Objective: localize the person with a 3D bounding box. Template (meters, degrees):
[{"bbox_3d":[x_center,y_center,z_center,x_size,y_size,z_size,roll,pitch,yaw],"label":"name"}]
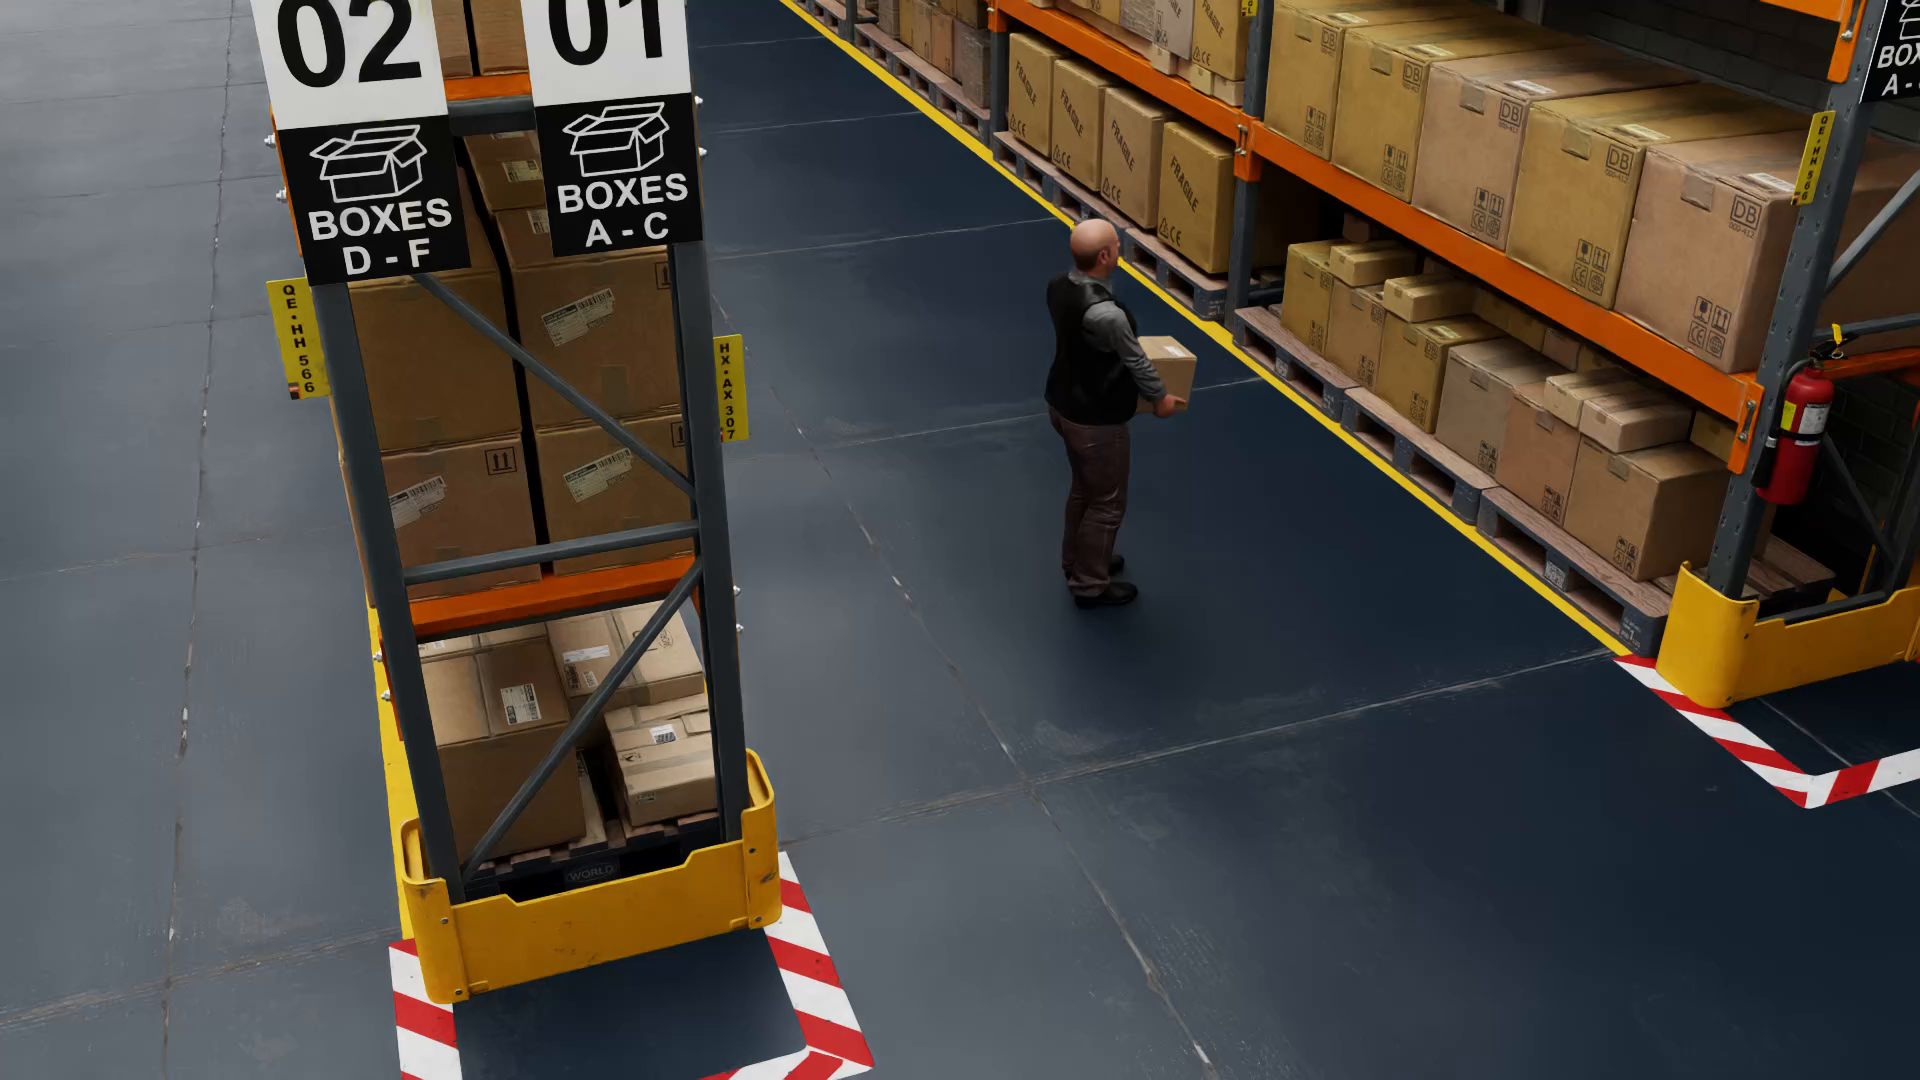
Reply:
[{"bbox_3d":[0.649,-0.557,7.138,0.556,1.720,0.495,-10,31,-18],"label":"person"}]
